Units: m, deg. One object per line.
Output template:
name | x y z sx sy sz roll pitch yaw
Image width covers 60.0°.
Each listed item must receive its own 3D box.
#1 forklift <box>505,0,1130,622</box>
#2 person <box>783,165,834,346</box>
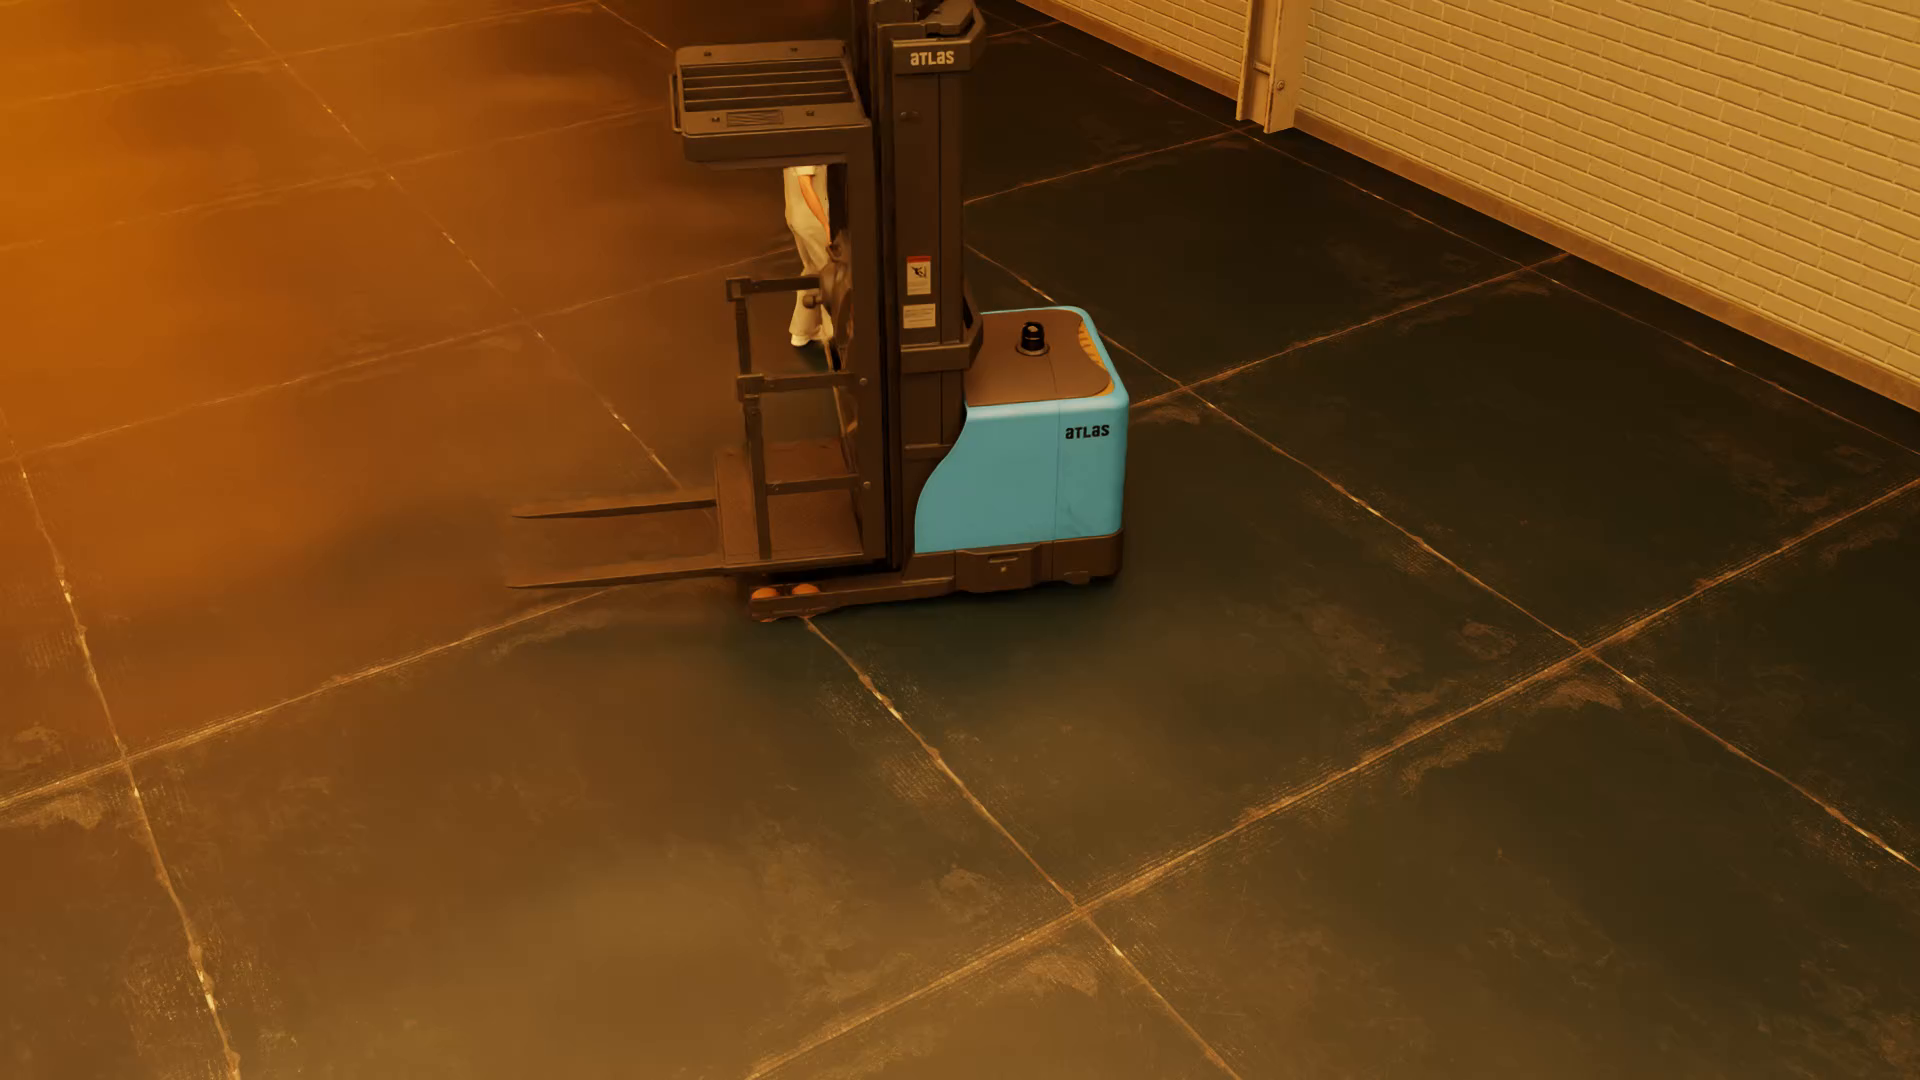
forklift | -0.749 -1.126 7.750 3.031 2.935 1.130 -5 35 -8
person | -0.829 -1.934 10.010 0.471 1.657 0.633 -13 37 -18
